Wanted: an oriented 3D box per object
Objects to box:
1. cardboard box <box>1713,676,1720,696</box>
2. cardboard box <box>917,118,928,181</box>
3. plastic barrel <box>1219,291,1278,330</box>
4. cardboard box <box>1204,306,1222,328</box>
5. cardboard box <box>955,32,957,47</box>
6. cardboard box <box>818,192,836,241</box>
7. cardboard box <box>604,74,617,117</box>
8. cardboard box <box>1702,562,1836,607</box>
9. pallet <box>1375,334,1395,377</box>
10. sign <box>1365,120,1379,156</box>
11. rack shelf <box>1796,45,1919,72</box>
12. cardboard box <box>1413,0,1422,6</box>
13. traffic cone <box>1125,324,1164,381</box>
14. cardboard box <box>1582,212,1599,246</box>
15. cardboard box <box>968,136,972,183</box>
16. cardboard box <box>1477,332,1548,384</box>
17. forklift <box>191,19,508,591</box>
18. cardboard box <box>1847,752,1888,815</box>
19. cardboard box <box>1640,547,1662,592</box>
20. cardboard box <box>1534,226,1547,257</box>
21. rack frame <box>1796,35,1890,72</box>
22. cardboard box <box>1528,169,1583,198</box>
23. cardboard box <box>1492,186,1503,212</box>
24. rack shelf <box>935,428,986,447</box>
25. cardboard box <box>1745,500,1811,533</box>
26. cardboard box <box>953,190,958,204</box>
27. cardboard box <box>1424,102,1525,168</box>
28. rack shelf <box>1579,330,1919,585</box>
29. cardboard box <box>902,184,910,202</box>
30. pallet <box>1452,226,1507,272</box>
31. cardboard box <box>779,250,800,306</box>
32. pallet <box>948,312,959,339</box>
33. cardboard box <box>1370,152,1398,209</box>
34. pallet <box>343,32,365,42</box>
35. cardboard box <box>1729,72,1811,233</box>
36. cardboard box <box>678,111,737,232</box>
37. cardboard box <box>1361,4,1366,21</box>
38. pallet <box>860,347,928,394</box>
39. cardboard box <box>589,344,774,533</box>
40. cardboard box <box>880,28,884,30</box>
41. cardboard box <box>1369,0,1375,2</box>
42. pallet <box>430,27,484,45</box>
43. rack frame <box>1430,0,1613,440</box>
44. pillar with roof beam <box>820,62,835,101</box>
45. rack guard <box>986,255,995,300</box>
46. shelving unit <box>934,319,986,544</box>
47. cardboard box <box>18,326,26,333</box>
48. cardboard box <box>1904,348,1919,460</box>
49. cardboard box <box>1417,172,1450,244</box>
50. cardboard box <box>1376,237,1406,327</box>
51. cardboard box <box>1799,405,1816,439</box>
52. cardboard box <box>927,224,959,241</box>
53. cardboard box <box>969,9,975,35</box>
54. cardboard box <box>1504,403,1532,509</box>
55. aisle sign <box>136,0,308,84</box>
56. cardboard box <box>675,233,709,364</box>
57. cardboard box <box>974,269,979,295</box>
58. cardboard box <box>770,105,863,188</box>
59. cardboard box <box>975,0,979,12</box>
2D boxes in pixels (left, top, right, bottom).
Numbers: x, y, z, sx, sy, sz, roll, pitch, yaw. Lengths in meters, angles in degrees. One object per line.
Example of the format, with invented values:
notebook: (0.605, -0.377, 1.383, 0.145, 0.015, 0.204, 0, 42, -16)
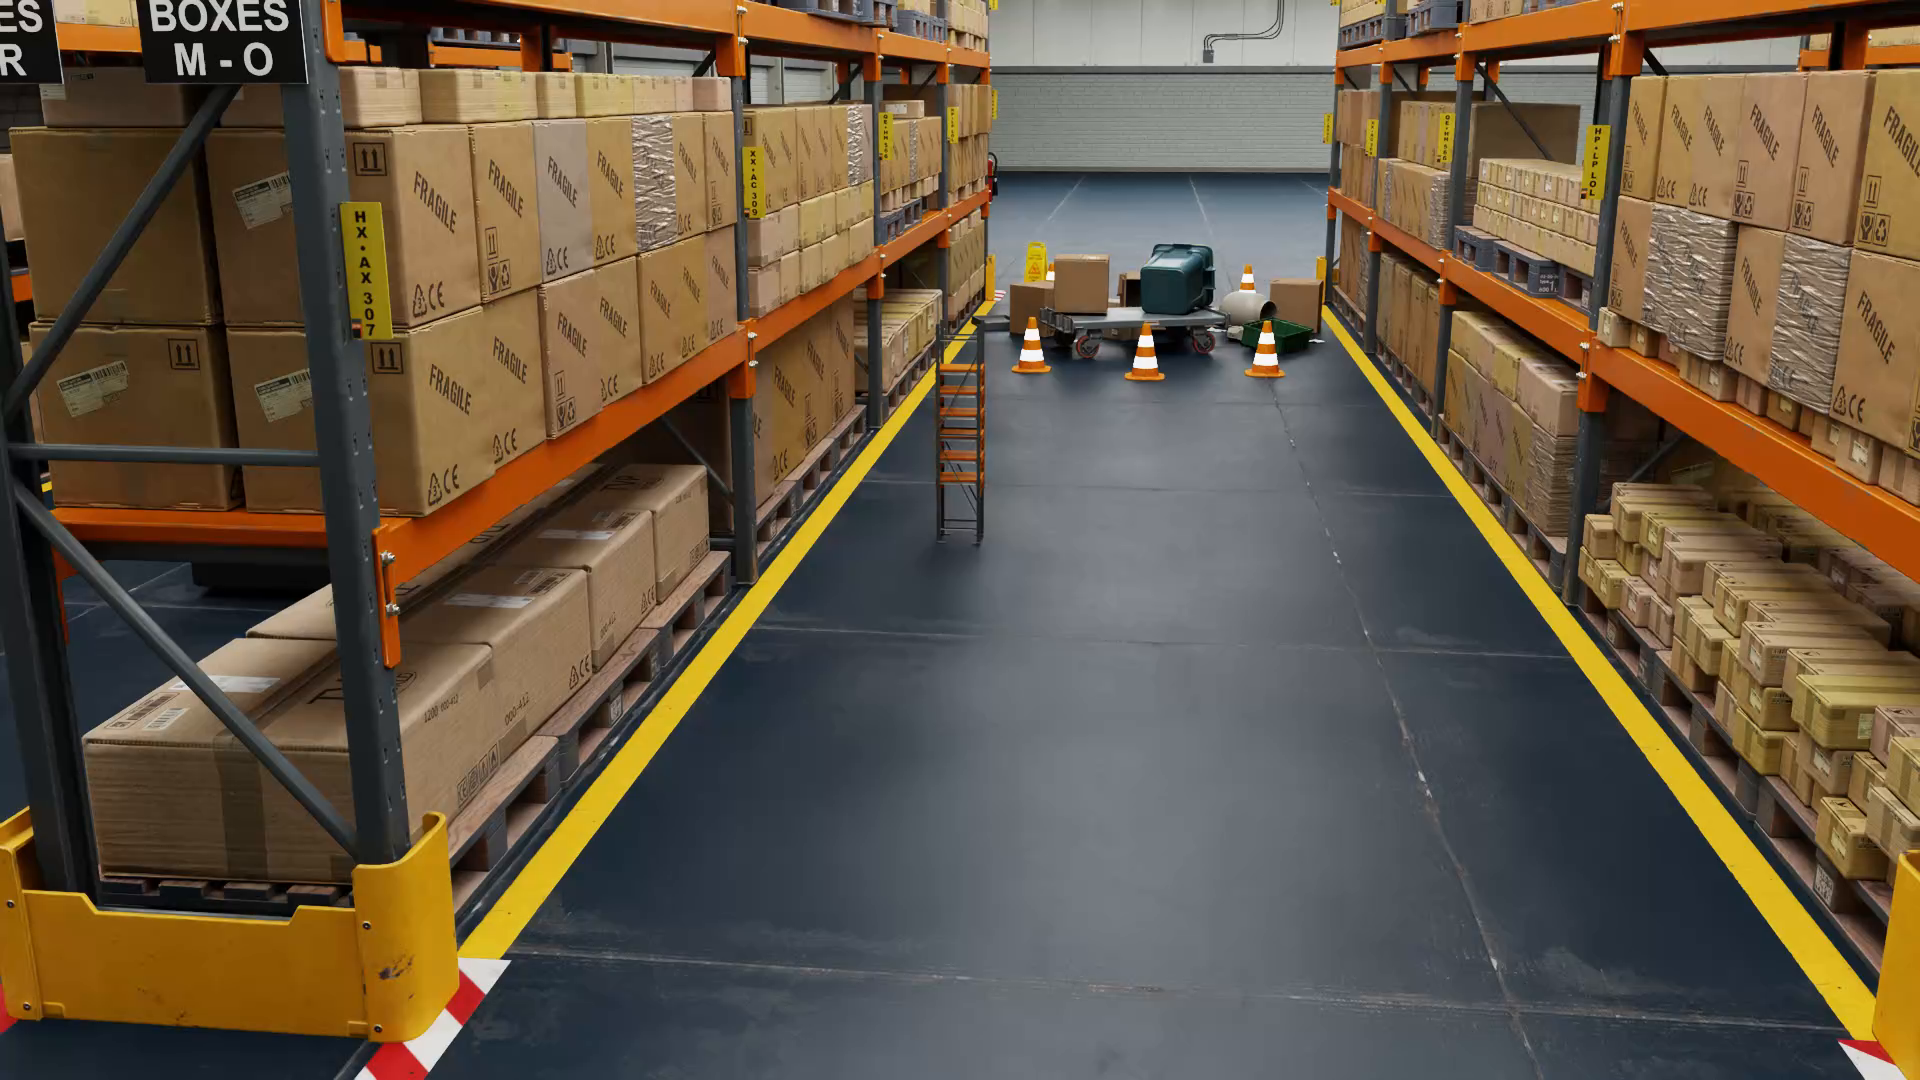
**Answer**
cardboard box: (2.988, 0.543, 6.064, 0.380, 0.149, 0.250, 2, 15, 8)
cardboard box: (-0.562, -3.323, 14.141, 0.500, 0.500, 0.500, 2, 15, 8)
plastic barrel: (2.915, -2.294, 16.835, 0.421, 0.421, 0.512, -14, 20, -42)
cardboard box: (2.675, -2.378, 17.449, 0.396, 0.266, 0.258, 4, 16, 16)
cardboard box: (-0.228, -4.985, 16.585, 0.380, 0.149, 0.250, 1, 15, 5)
cardboard box: (-1.022, -1.915, 9.827, 0.500, 0.250, 0.500, 1, 15, 5)
cardboard box: (-1.460, -1.604, 5.997, 0.380, 0.149, 0.250, 2, 15, 6)
cardboard box: (3.029, 0.188, 6.238, 0.380, 0.149, 0.250, 1, 15, 4)
pallet: (4.299, -1.650, 14.859, 1.003, 0.211, 1.213, 2, 15, 6)
sign: (3.759, -3.670, 15.179, 0.100, 0.325, 0.005, 2, 15, 6)
rack shelf: (9.454, -4.645, 16.227, 1.077, 0.370, 4.000, 2, 15, 6)
cardboard box: (3.894, -4.420, 13.501, 0.380, 0.149, 0.250, 2, 15, 6)
traffic cone: (1.593, -1.626, 14.288, 0.336, 0.463, 0.334, 2, 15, 6)
cardboard box: (3.286, -1.526, 8.165, 0.380, 0.149, 0.250, 2, 15, 7)
cardboard box: (-0.152, -4.008, 17.476, 0.500, 0.500, 0.500, 2, 15, 7)
cardboard box: (3.415, -1.088, 9.985, 0.500, 0.250, 0.500, 2, 15, 7)
forklift: (-3.064, -1.499, 9.089, 1.130, 2.935, 3.031, 2, 15, 6)
cardboard box: (2.816, 0.732, 4.794, 0.380, 0.149, 0.250, 1, 15, 5)
cardboard box: (3.118, 0.124, 7.045, 0.380, 0.149, 0.250, 2, 15, 6)
cardboard box: (3.400, -1.652, 9.200, 0.380, 0.149, 0.250, 2, 15, 9)
rack frame: (9.679, -4.063, 18.443, 1.000, 3.000, 0.127, 2, 15, 6)
cardboard box: (3.436, -2.010, 9.385, 0.380, 0.149, 0.250, 1, 15, 5)
cardboard box: (3.550, -2.127, 10.387, 0.380, 0.149, 0.250, 1, 15, 5)
rack shelf: (0.002, -0.540, 9.031, 0.258, 0.103, 0.180, 2, 15, 6)
cardboard box: (3.637, -0.070, 7.190, 0.380, 0.149, 0.250, 2, 15, 7)
cardboard box: (-0.225, -3.469, 16.725, 0.380, 0.149, 0.250, 2, 15, 8)
cardboard box: (4.089, -3.205, 13.160, 0.700, 0.500, 0.500, 2, 15, 6)
rack shelf: (3.183, -0.257, 5.745, 1.077, 0.370, 4.000, 2, 15, 6)
cardboard box: (-0.618, -2.858, 13.663, 0.380, 0.149, 0.250, 2, 15, 8)
pallet: (3.885, -1.880, 10.736, 1.213, 0.211, 1.003, 2, 15, 6)
cardboard box: (-1.153, -1.411, 8.921, 0.500, 0.250, 0.500, 1, 15, 5)
pallet: (-0.578, -2.147, 16.697, 1.003, 0.211, 1.213, 2, 15, 6)
cardboard box: (4.341, -3.367, 15.579, 0.875, 0.550, 0.550, 2, 15, 6)
pallet: (-5.638, -4.590, 15.009, 0.805, 0.209, 1.217, 1, 15, 4)
cardboard box: (2.925, -1.290, 5.510, 0.500, 0.500, 0.500, 1, 15, 4)
cardboard box: (-1.300, -1.643, 7.386, 0.500, 0.500, 0.500, 2, 15, 6)
cardboard box: (4.176, -5.210, 16.423, 0.380, 0.149, 0.250, 2, 15, 6)
pallet: (-0.840, -1.452, 14.129, 1.003, 0.211, 1.213, 2, 15, 6)
cardboard box: (-1.531, -0.583, 8.838, 0.875, 0.875, 0.875, 2, 15, 8)
cardboard box: (-0.953, -4.022, 12.352, 0.700, 0.500, 0.500, 2, 15, 6)
cardboard box: (4.169, -5.235, 15.750, 0.500, 0.250, 0.500, 2, 15, 6)
pallet: (-5.481, -5.090, 16.663, 1.003, 0.211, 1.213, 2, 15, 6)
rack frame: (3.860, -2.161, 11.406, 1.000, 3.000, 0.127, 2, 15, 6)
pillar with roof beam: (0.912, -13.340, 41.257, 9.100, 9.000, 0.400, 2, 15, 6)
rack guard: (-0.176, -3.129, 19.775, 1.175, 0.500, 0.348, 2, 15, 6)
shelving unit: (0.002, -0.583, 9.019, 0.258, 1.200, 0.189, 2, 15, 6)
cardboard box: (-6.480, -1.337, 11.101, 0.380, 0.149, 0.250, 1, 15, 5)
cardboard box: (2.752, -0.402, 4.140, 0.500, 0.500, 0.500, 2, 15, 7)
cardboard box: (3.701, -2.463, 12.333, 0.500, 0.500, 0.500, 2, 15, 6)
cardboard box: (4.451, -2.536, 16.061, 0.875, 0.875, 0.875, 2, 15, 7)
cardboard box: (2.946, -0.389, 5.335, 0.380, 0.149, 0.250, 1, 15, 4)
cardboard box: (-0.210, -3.044, 16.457, 0.380, 0.149, 0.250, 2, 15, 7)
cardboard box: (-0.124, -5.338, 17.126, 0.500, 0.250, 0.500, 2, 15, 7)
cardboard box: (3.300, -0.452, 9.071, 0.500, 0.500, 0.500, 1, 15, 5)
aisle sign: (-1.693, -1.433, 3.735, 0.394, 0.787, 0.004, 2, 15, 6)
cardboard box: (-1.372, -1.030, 7.032, 0.500, 0.500, 0.500, 1, 15, 5)
cardboard box: (-0.058, -2.879, 18.526, 0.500, 0.250, 0.500, 2, 15, 6)
cardboard box: (-0.918, -2.536, 10.688, 0.500, 0.500, 0.500, 2, 15, 7)
cardboard box: (0.010, -5.838, 18.213, 0.380, 0.149, 0.250, 2, 15, 6)
